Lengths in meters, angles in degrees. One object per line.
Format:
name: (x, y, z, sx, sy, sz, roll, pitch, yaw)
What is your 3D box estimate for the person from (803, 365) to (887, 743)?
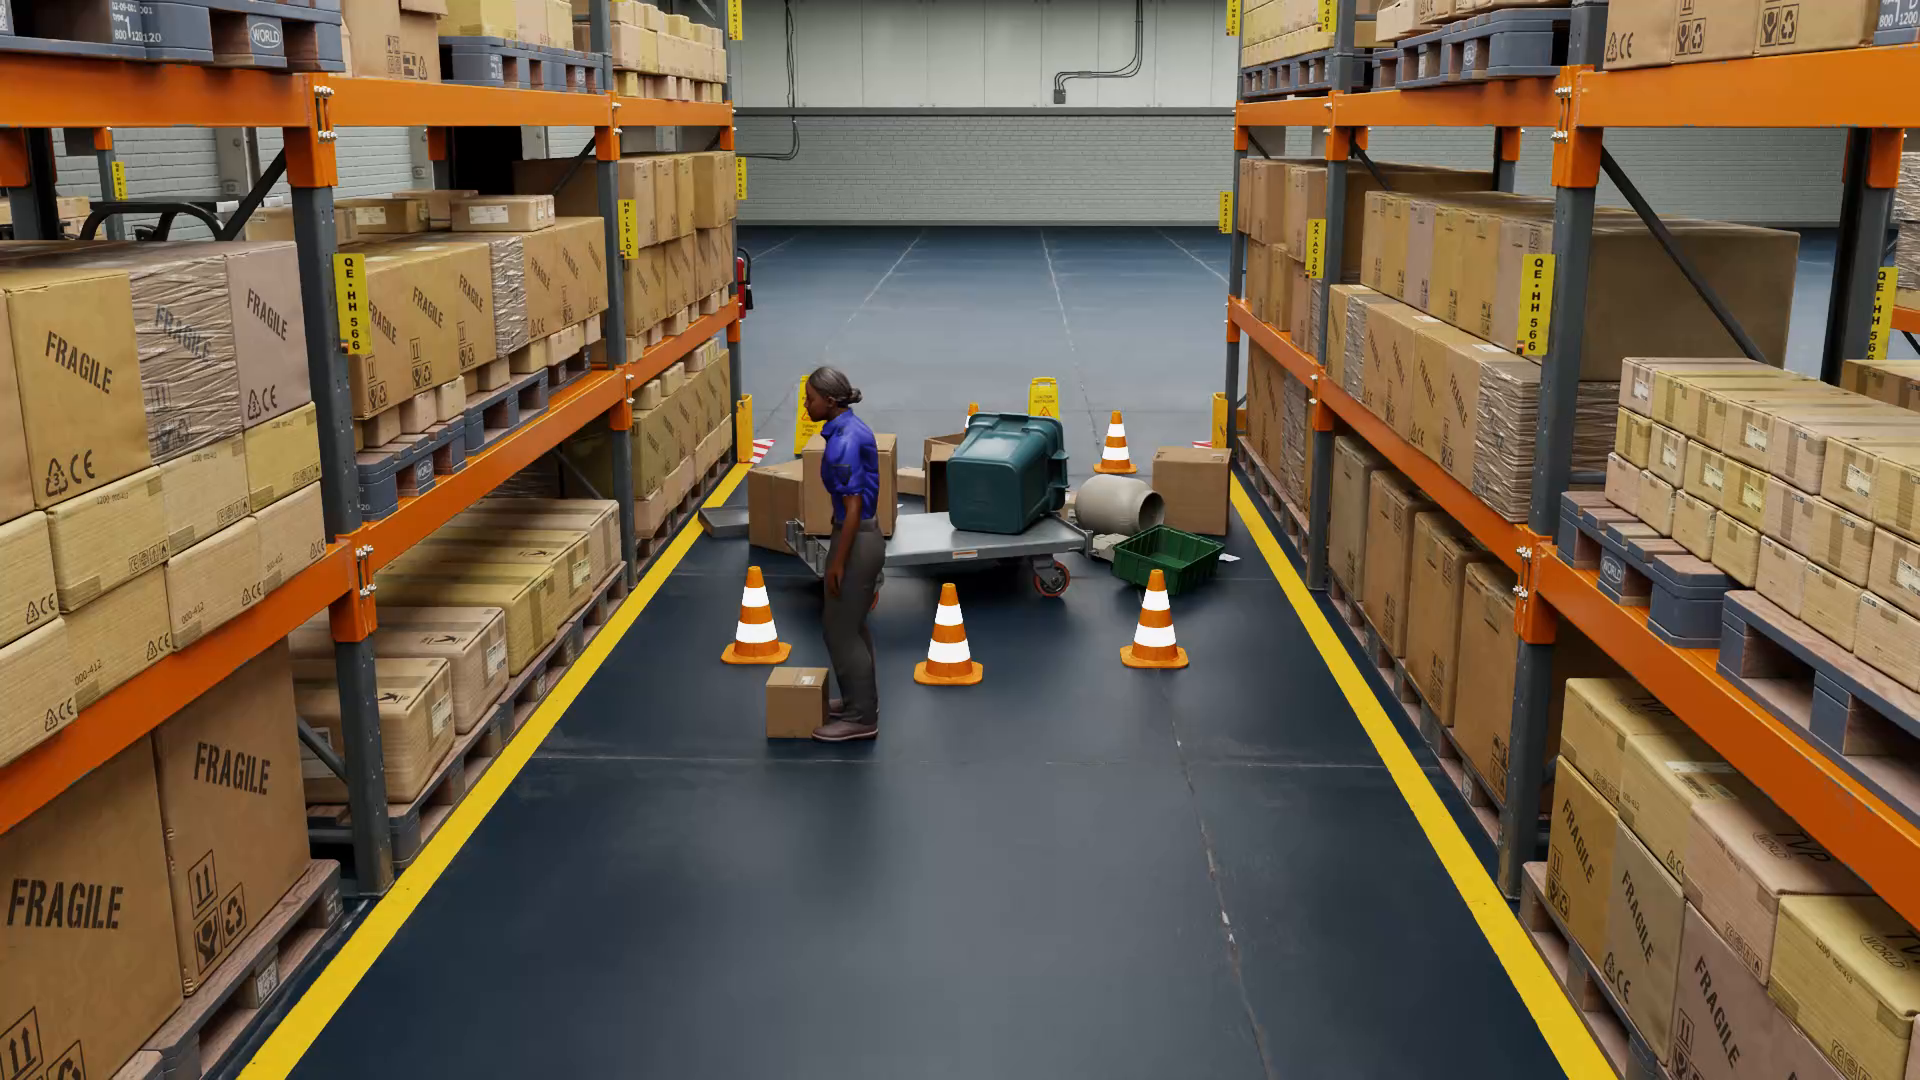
person: (-0.499, 0.049, 7.312, 0.349, 1.655, 0.526, 0, 14, 0)
